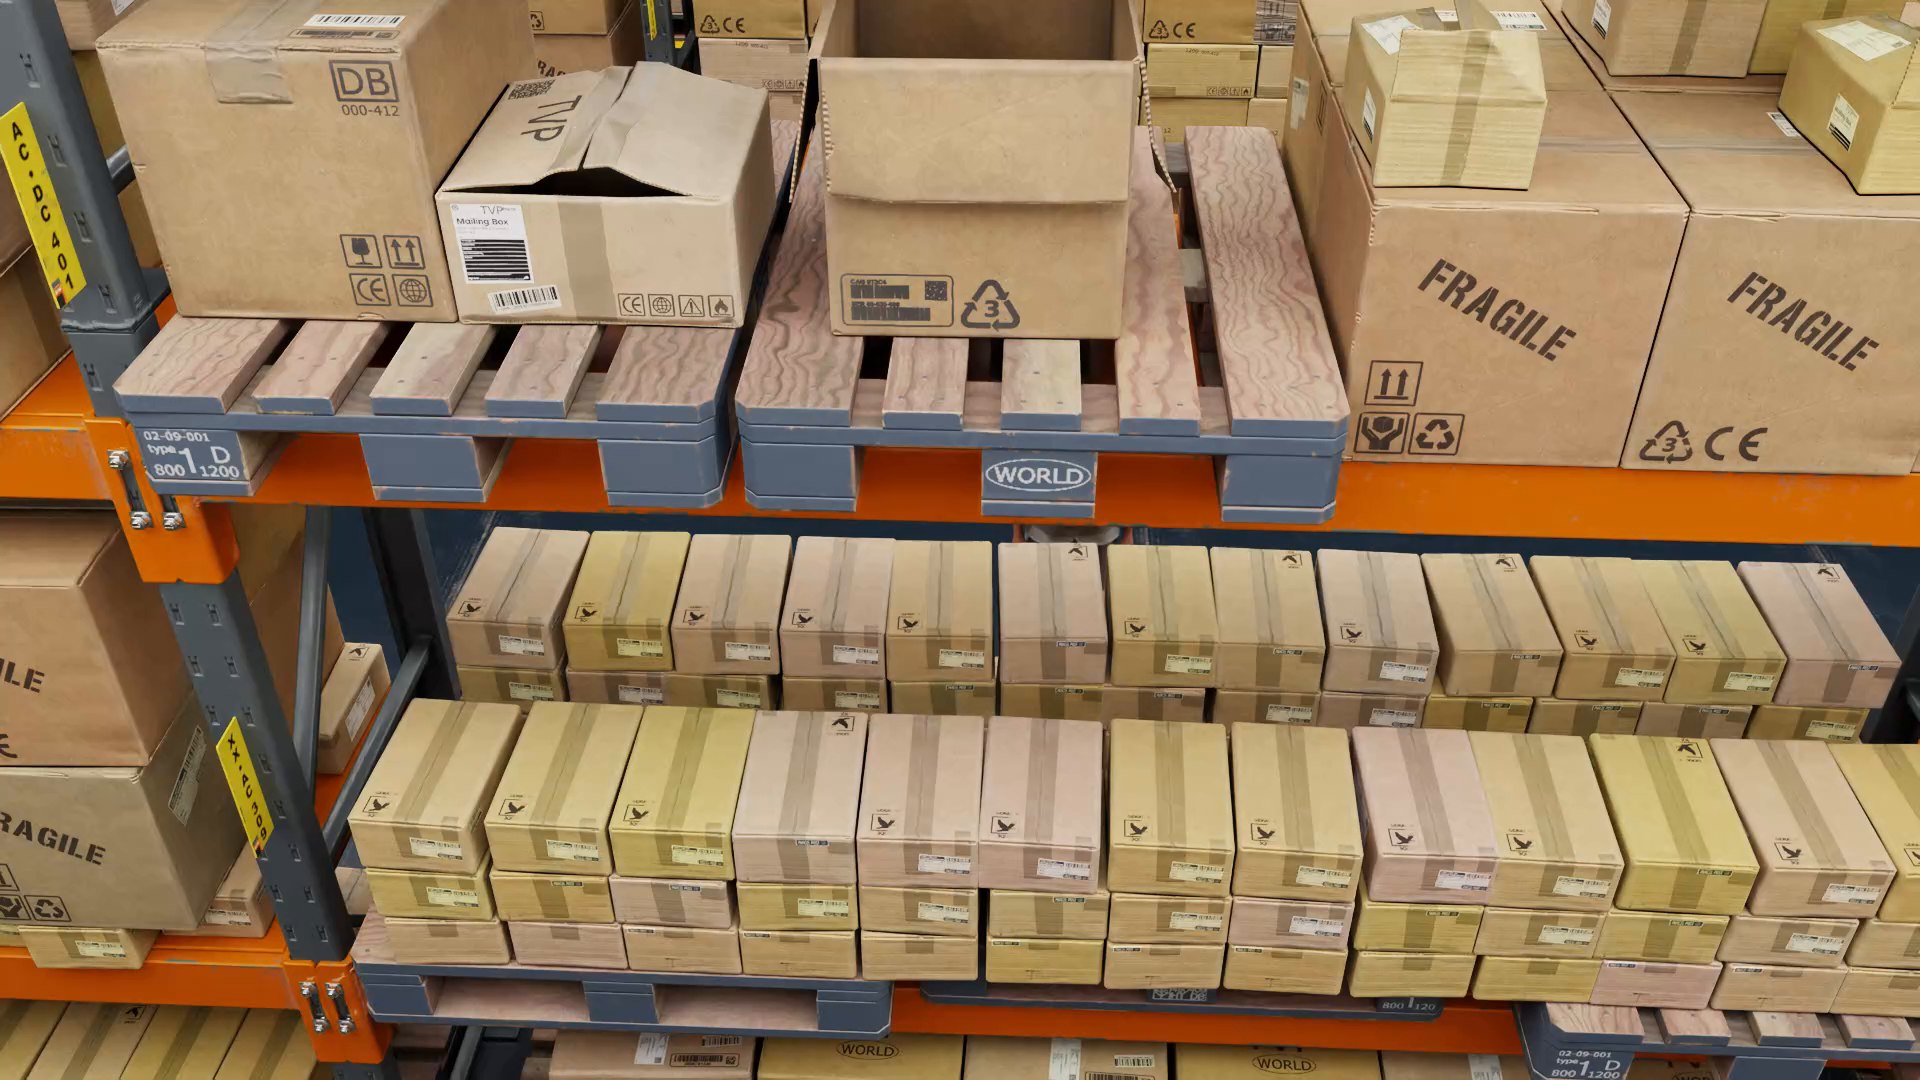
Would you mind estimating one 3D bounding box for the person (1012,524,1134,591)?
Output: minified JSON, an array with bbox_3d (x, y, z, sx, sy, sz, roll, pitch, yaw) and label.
[{"bbox_3d":[0.411,-0.008,6.168,0.484,1.592,0.347,-1,36,-1],"label":"person"}]
